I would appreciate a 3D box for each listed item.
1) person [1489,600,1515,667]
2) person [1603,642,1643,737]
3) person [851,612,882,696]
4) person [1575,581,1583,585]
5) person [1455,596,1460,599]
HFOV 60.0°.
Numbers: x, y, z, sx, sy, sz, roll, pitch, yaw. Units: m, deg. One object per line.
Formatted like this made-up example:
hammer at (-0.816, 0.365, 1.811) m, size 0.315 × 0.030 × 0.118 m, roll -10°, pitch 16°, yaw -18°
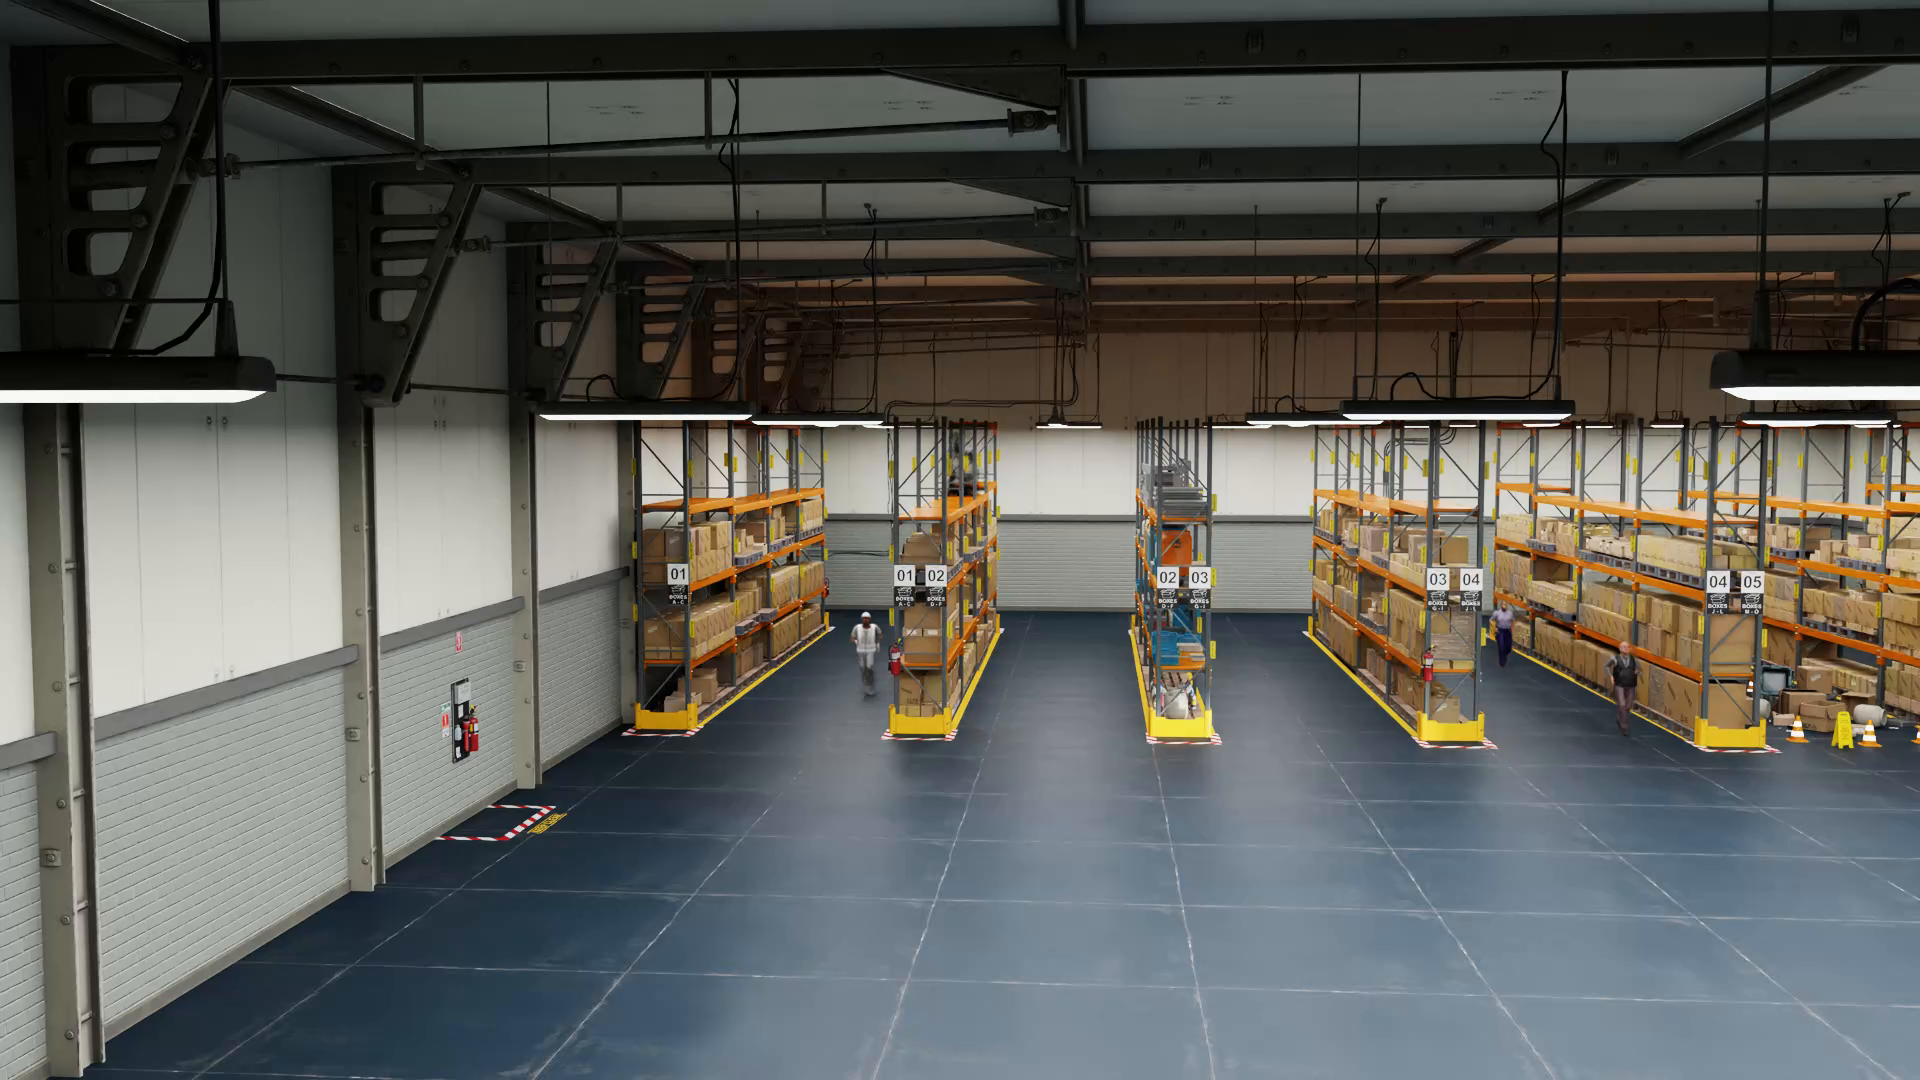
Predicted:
person at (13.226, 2.273, 40.562) m, size 0.628 × 1.616 × 0.563 m, roll 0°, pitch 4°, yaw 1°
person at (12.530, 2.785, 31.356) m, size 0.662 × 1.713 × 0.921 m, roll 0°, pitch 4°, yaw 2°
person at (-2.057, 2.479, 36.252) m, size 0.659 × 1.829 × 0.759 m, roll 0°, pitch 4°, yaw 6°
person at (17.523, 1.769, 47.261) m, size 0.631 × 1.751 × 0.645 m, roll 0°, pitch 4°, yaw 3°
person at (13.418, 1.976, 44.736) m, size 0.558 × 1.675 × 0.729 m, roll 1°, pitch 4°, yaw 8°
